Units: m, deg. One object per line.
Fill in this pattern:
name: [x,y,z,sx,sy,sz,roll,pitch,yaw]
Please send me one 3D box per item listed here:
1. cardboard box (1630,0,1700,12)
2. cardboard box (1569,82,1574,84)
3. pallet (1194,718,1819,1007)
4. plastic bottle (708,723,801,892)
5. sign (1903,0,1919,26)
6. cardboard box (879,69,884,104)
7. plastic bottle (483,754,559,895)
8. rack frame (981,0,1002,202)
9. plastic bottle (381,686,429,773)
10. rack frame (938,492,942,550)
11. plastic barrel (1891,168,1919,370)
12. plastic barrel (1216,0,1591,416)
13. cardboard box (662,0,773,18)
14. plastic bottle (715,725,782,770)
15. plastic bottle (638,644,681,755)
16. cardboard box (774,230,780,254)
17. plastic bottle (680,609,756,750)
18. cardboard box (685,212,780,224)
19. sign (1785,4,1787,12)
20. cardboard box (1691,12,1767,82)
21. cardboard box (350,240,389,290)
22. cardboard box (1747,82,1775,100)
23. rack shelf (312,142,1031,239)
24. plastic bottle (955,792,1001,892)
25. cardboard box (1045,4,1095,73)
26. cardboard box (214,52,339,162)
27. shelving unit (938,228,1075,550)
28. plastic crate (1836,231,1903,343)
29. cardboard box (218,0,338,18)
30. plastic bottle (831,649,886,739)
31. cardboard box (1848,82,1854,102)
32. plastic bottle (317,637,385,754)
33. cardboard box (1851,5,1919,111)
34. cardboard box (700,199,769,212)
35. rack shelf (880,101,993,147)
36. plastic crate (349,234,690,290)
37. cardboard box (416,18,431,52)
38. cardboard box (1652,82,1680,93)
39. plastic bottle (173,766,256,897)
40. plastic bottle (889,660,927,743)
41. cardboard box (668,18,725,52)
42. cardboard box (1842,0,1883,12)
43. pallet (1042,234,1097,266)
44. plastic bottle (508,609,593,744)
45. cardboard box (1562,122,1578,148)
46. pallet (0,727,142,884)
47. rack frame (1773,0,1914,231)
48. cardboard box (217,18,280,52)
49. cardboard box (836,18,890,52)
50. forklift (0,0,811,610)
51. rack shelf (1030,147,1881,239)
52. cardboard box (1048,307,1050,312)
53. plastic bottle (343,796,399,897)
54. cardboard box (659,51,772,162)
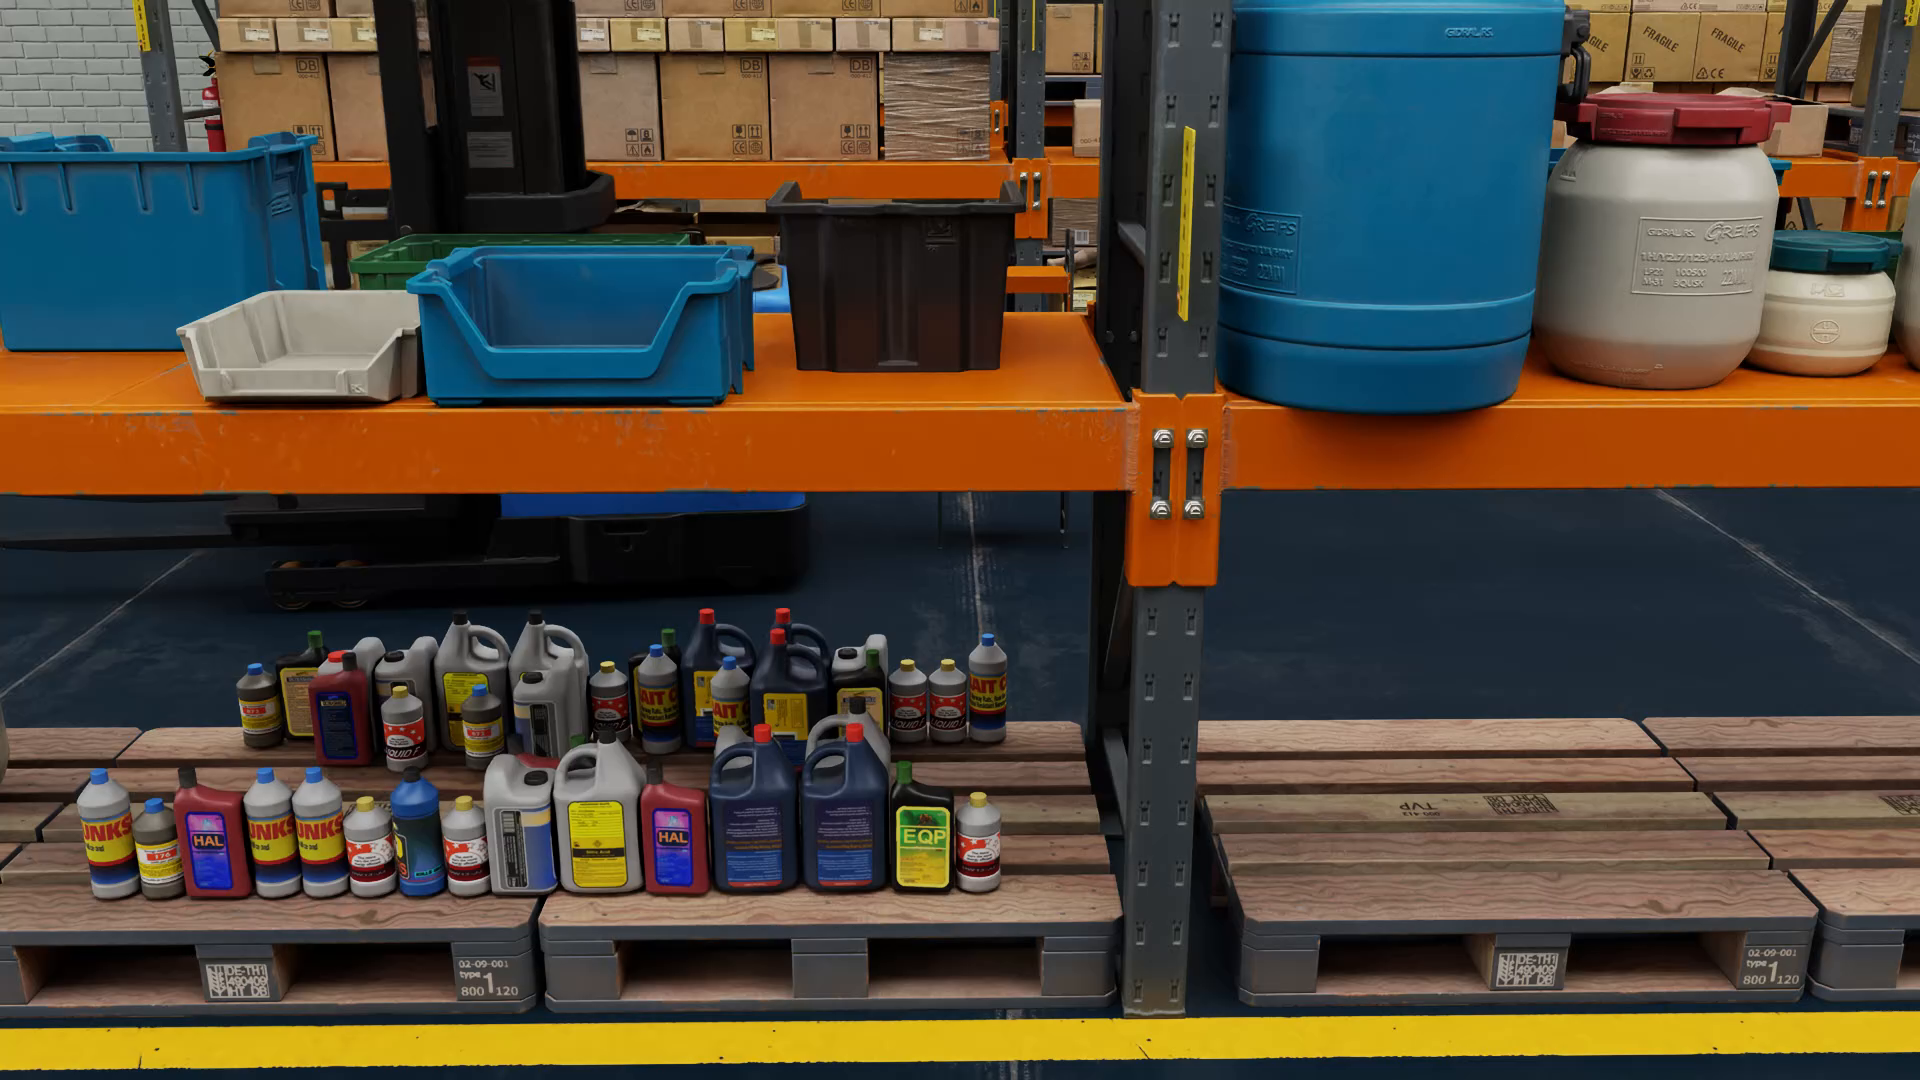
cardboard box: [5.235,-4.114,12.551,0.500,0.250,0.500,-1,18,-2]
cardboard box: [4.572,-3.453,12.779,0.250,0.149,0.380,-1,18,-2]
pallet: [1.181,0.725,3.942,1.213,0.211,1.003,0,18,-1]
plastic bottle: [-0.435,0.557,3.517,0.185,0.351,0.144,-1,18,-4]
sign: [4.333,-2.501,7.538,0.005,0.325,0.100,0,18,-1]
cardboard box: [-0.727,-3.456,12.624,0.500,0.250,0.500,0,18,-1]
plastic bottle: [-0.920,0.594,3.525,0.135,0.276,0.152,0,18,0]
rack frame: [0.240,-3.613,12.899,0.127,3.000,1.000,0,18,-1]
plastic bottle: [-1.362,0.457,4.073,0.097,0.201,0.097,0,18,0]
rack frame: [-0.078,-0.571,6.363,0.015,1.200,0.240,0,18,-1]
plastic barrel: [2.090,-0.593,3.263,0.433,0.535,0.433,0,18,0]
plastic barrel: [0.787,-0.735,3.108,0.708,0.901,0.600,0,18,-1]
cardboard box: [-1.128,-2.756,7.941,0.500,0.500,0.700,0,18,-1]
plastic bottle: [-0.462,0.547,3.669,0.135,0.276,0.152,0,18,-1]
plastic bottle: [-0.753,0.393,4.159,0.097,0.271,0.097,0,18,0]
cardboard box: [-0.639,-1.280,8.213,0.500,0.500,0.500,0,18,-1]
plastic bottle: [-0.606,0.343,4.184,0.185,0.351,0.144,-1,18,-3]
cardboard box: [-1.147,-1.436,8.700,0.500,0.500,0.500,0,18,-1]
sign: [4.303,-2.799,8.595,0.005,0.325,0.100,0,18,-1]
cardboard box: [5.749,-3.757,12.665,0.500,0.500,0.500,0,18,-1]
cardboard box: [-2.638,-1.266,8.170,0.500,0.500,0.500,0,18,-1]
cardboard box: [6.106,-3.464,12.813,0.250,0.149,0.380,0,18,-1]
rack shelf: [-1.678,-1.748,8.263,4.000,0.370,1.077,0,18,-1]
plastic bottle: [0.038,0.633,3.525,0.097,0.201,0.097,0,18,0]
cardboard box: [0.749,-3.862,12.792,0.500,0.500,0.700,0,18,-1]
cardboard box: [-3.211,-2.127,8.102,0.500,0.500,0.700,0,18,-1]
shelving unit: [0.166,-0.572,6.367,0.503,1.200,0.258,0,18,-1]
plastic crate: [2.133,-0.581,3.794,0.662,0.188,0.450,0,18,-1]
cardboard box: [-3.158,-2.745,7.905,0.500,0.500,0.700,0,18,-1]
plastic bottle: [-0.250,0.407,4.095,0.133,0.283,0.061,0,18,-1]
cardboard box: [6.885,-3.457,12.793,0.250,0.149,0.380,0,18,-1]
plastic bottle: [-1.521,0.384,4.178,0.135,0.276,0.152,0,18,0]
cardboard box: [4.949,-2.404,8.281,0.500,0.500,0.700,-6,19,-19]
cardboard box: [-1.762,-2.580,13.051,0.500,0.500,0.700,-1,18,-4]
rack shelf: [-1.760,-3.261,12.979,4.000,0.370,1.077,0,18,-1]
plastic crate: [-0.965,-0.566,3.748,0.662,0.188,0.450,0,18,-1]
cardboard box: [-2.516,-2.377,7.820,0.250,0.149,0.380,-1,18,-2]
cardboard box: [5.341,-3.466,12.819,0.250,0.149,0.380,0,18,-1]
plastic bottle: [-1.559,0.607,3.471,0.133,0.283,0.061,0,18,0]
plastic bottle: [-0.133,0.405,4.237,0.097,0.201,0.097,0,18,0]
cardboard box: [-1.216,-2.384,7.843,0.250,0.149,0.380,0,18,1]
cardboard box: [6.754,-4.125,12.585,0.500,0.250,0.500,0,18,0]
pallet: [1.018,-2.289,13.338,1.213,0.211,1.003,0,18,-1]
plastic bottle: [-1.031,0.345,4.178,0.185,0.351,0.144,0,18,-1]
cardboard box: [3.047,-1.976,8.209,0.250,0.149,0.380,1,18,3]
pallet: [-2.716,0.743,3.886,1.213,0.211,1.003,0,18,-1]
rack frame: [4.321,-2.119,8.243,0.127,3.000,1.000,0,18,-1]
cardboard box: [-3.282,-2.373,7.809,0.250,0.149,0.380,0,18,-1]
cardboard box: [-0.456,-2.387,7.852,0.250,0.149,0.380,-1,18,-2]
forklift: [-2.089,-1.321,5.866,3.031,2.935,1.130,-2,18,-5]
rack shelf: [2.322,-1.767,8.323,4.000,0.370,1.077,0,18,-1]
cardboard box: [0.732,-1.081,8.821,0.500,0.250,0.500,0,18,-1]
plastic bottle: [-1.244,0.639,3.506,0.097,0.201,0.097,0,18,0]
cardboard box: [-1.151,-2.138,8.137,0.500,0.500,0.700,0,18,0]
